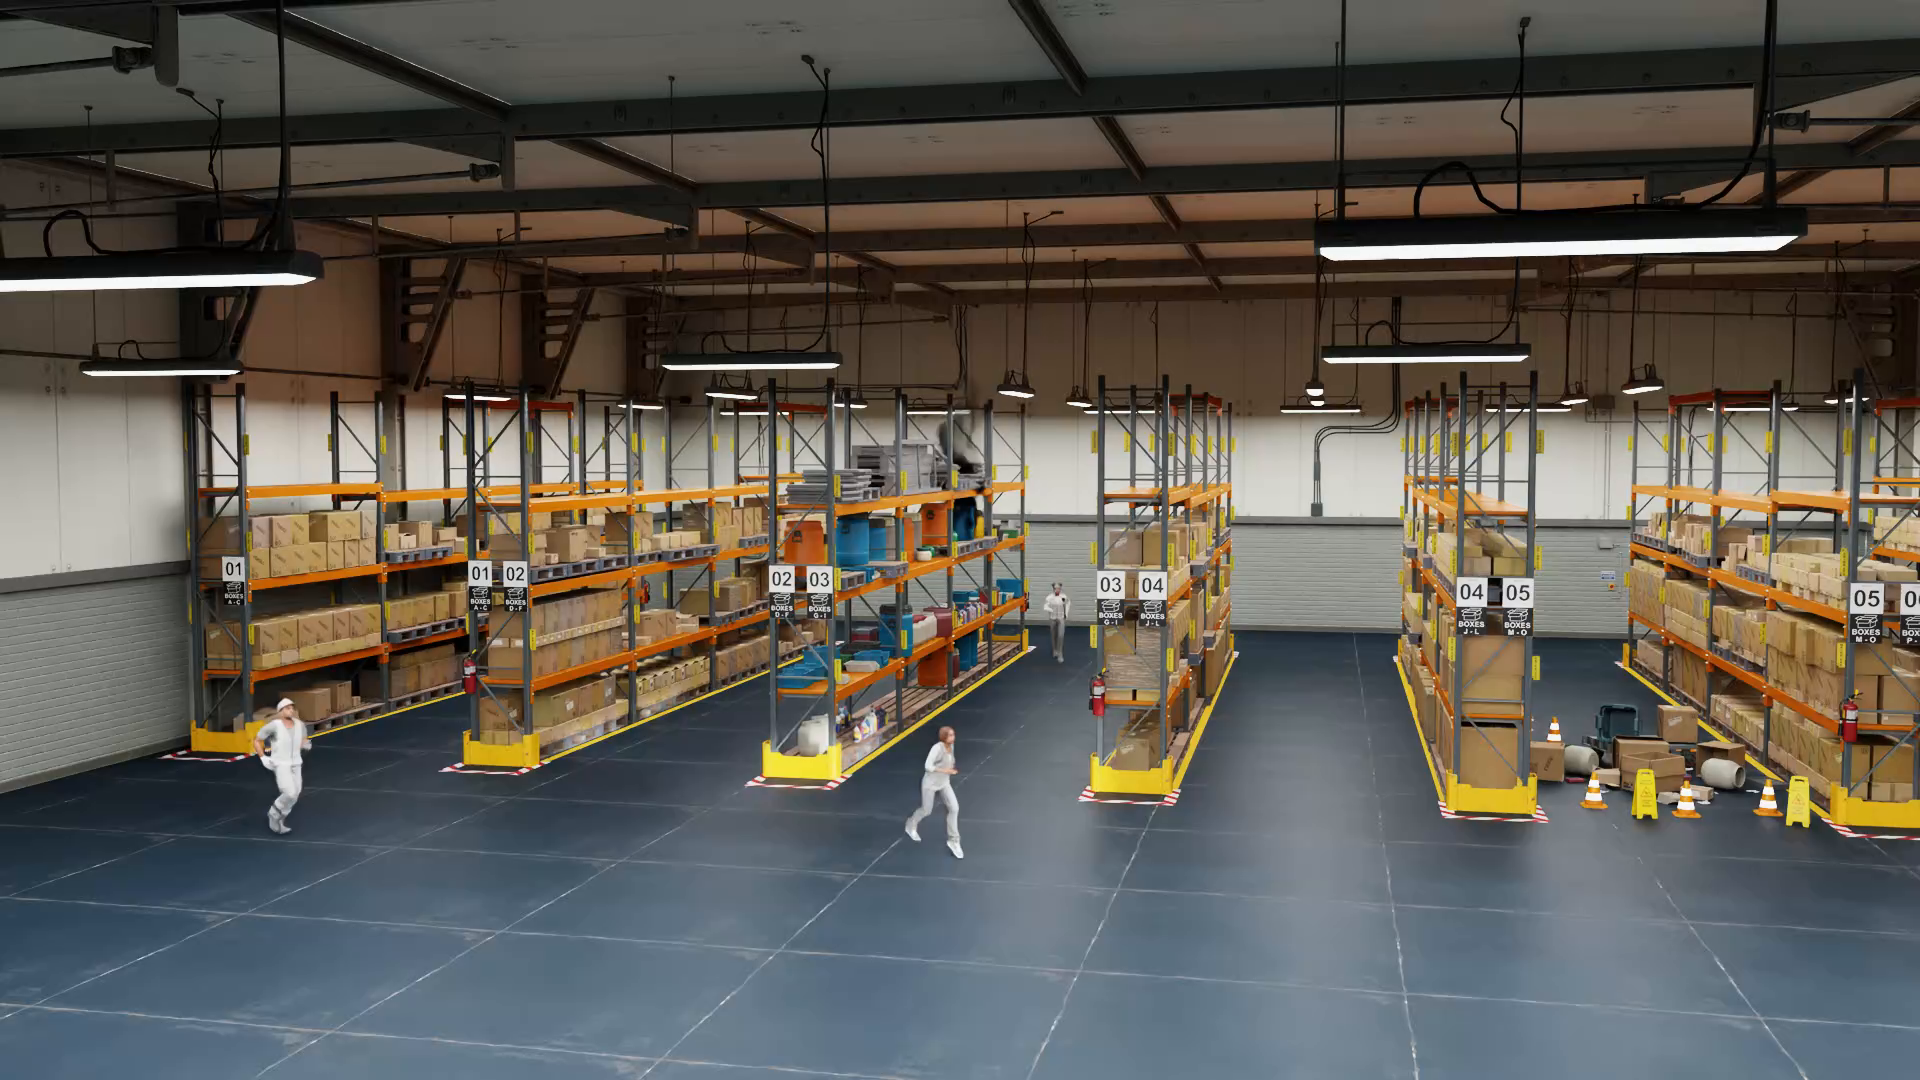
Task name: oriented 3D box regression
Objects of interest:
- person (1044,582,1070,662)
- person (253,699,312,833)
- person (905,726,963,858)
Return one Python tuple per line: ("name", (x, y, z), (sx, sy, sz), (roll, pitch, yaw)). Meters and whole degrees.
("person", (2.130, 1.778, 36.566), (0.562, 1.734, 0.812), (0, 3, 8))
("person", (-8.616, 2.903, 21.323), (0.627, 1.740, 0.656), (2, 4, 33))
("person", (-0.327, 3.050, 20.438), (0.951, 1.596, 0.539), (3, 5, 45))
